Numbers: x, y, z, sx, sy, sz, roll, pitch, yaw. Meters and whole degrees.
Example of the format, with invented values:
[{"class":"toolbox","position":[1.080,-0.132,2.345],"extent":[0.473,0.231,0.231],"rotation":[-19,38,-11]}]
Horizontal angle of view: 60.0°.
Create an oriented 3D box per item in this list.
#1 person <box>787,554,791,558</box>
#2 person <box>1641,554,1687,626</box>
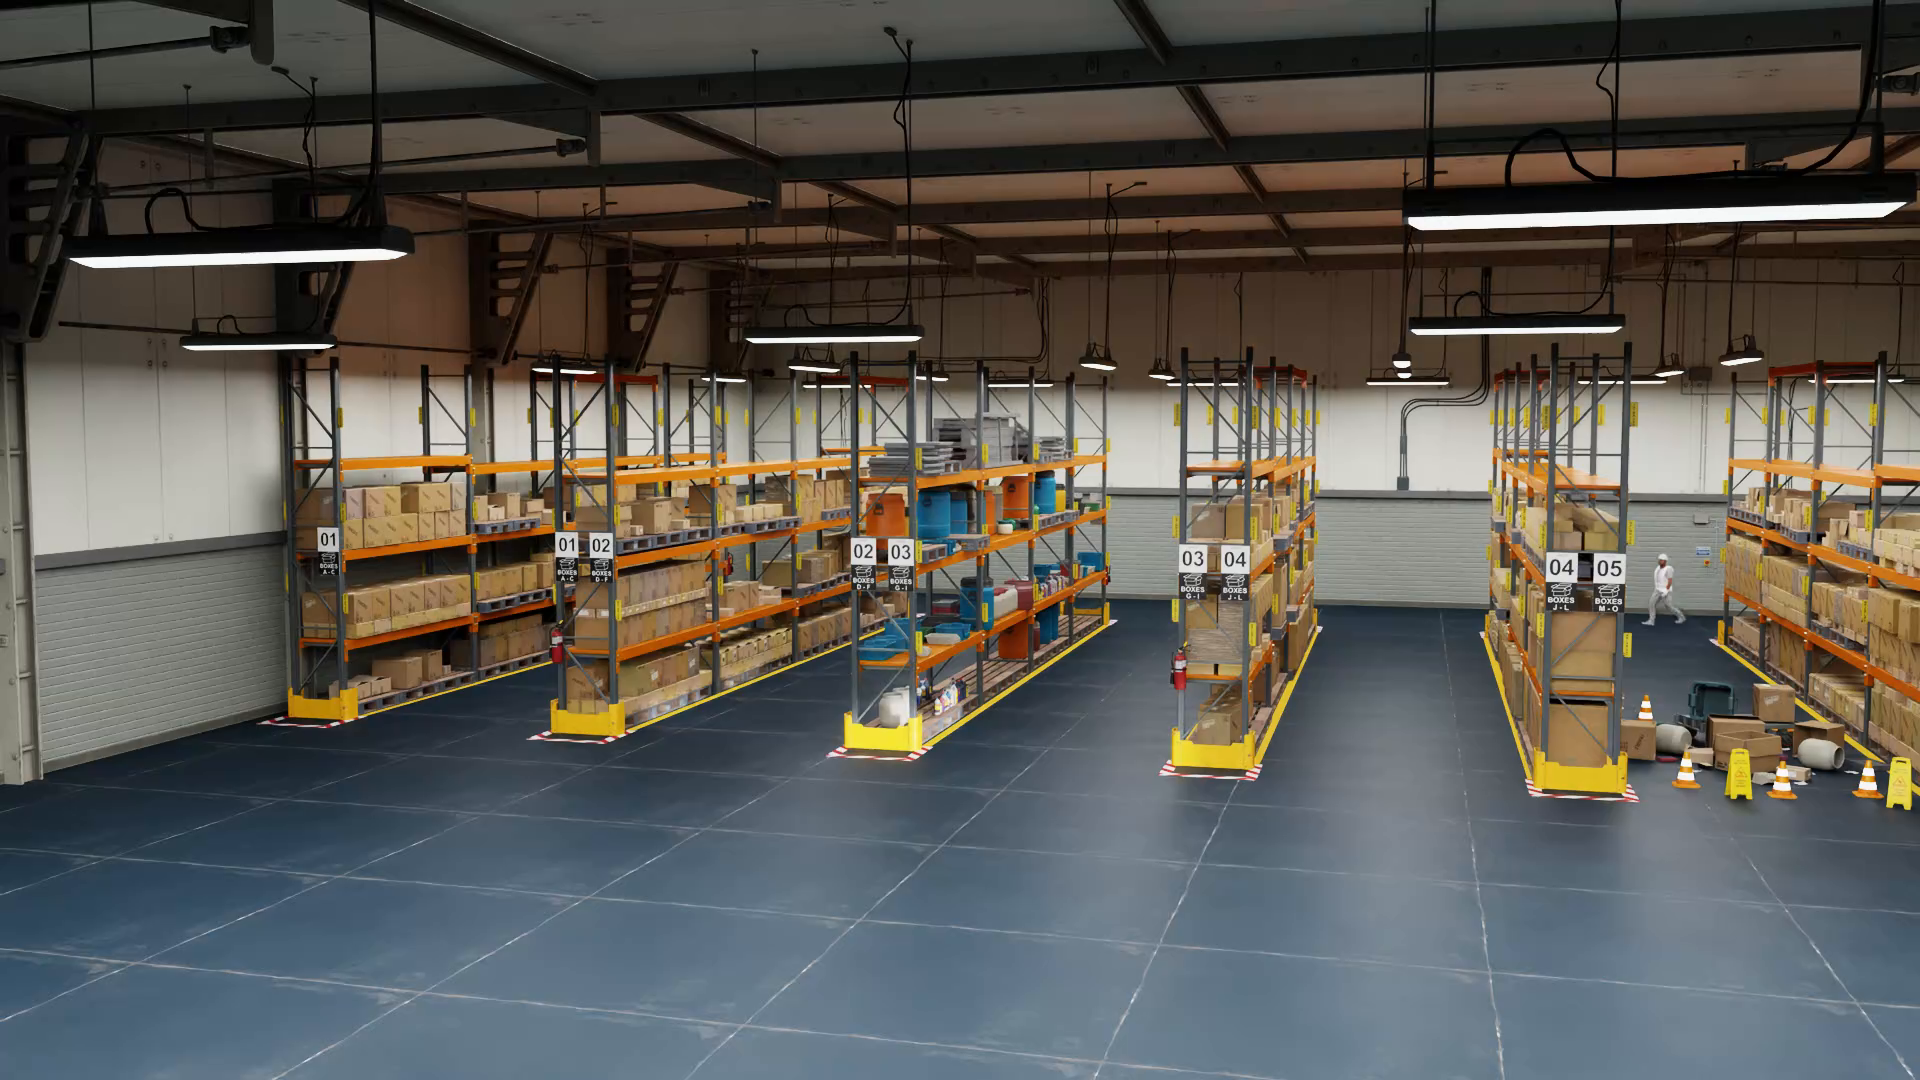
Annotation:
[{"class":"person","position":[-4.093,1.190,40.777],"extent":[0.537,1.665,0.527],"rotation":[3,5,31]},{"class":"person","position":[16.869,1.207,39.824],"extent":[1.010,1.740,0.638],"rotation":[0,4,-1]}]
